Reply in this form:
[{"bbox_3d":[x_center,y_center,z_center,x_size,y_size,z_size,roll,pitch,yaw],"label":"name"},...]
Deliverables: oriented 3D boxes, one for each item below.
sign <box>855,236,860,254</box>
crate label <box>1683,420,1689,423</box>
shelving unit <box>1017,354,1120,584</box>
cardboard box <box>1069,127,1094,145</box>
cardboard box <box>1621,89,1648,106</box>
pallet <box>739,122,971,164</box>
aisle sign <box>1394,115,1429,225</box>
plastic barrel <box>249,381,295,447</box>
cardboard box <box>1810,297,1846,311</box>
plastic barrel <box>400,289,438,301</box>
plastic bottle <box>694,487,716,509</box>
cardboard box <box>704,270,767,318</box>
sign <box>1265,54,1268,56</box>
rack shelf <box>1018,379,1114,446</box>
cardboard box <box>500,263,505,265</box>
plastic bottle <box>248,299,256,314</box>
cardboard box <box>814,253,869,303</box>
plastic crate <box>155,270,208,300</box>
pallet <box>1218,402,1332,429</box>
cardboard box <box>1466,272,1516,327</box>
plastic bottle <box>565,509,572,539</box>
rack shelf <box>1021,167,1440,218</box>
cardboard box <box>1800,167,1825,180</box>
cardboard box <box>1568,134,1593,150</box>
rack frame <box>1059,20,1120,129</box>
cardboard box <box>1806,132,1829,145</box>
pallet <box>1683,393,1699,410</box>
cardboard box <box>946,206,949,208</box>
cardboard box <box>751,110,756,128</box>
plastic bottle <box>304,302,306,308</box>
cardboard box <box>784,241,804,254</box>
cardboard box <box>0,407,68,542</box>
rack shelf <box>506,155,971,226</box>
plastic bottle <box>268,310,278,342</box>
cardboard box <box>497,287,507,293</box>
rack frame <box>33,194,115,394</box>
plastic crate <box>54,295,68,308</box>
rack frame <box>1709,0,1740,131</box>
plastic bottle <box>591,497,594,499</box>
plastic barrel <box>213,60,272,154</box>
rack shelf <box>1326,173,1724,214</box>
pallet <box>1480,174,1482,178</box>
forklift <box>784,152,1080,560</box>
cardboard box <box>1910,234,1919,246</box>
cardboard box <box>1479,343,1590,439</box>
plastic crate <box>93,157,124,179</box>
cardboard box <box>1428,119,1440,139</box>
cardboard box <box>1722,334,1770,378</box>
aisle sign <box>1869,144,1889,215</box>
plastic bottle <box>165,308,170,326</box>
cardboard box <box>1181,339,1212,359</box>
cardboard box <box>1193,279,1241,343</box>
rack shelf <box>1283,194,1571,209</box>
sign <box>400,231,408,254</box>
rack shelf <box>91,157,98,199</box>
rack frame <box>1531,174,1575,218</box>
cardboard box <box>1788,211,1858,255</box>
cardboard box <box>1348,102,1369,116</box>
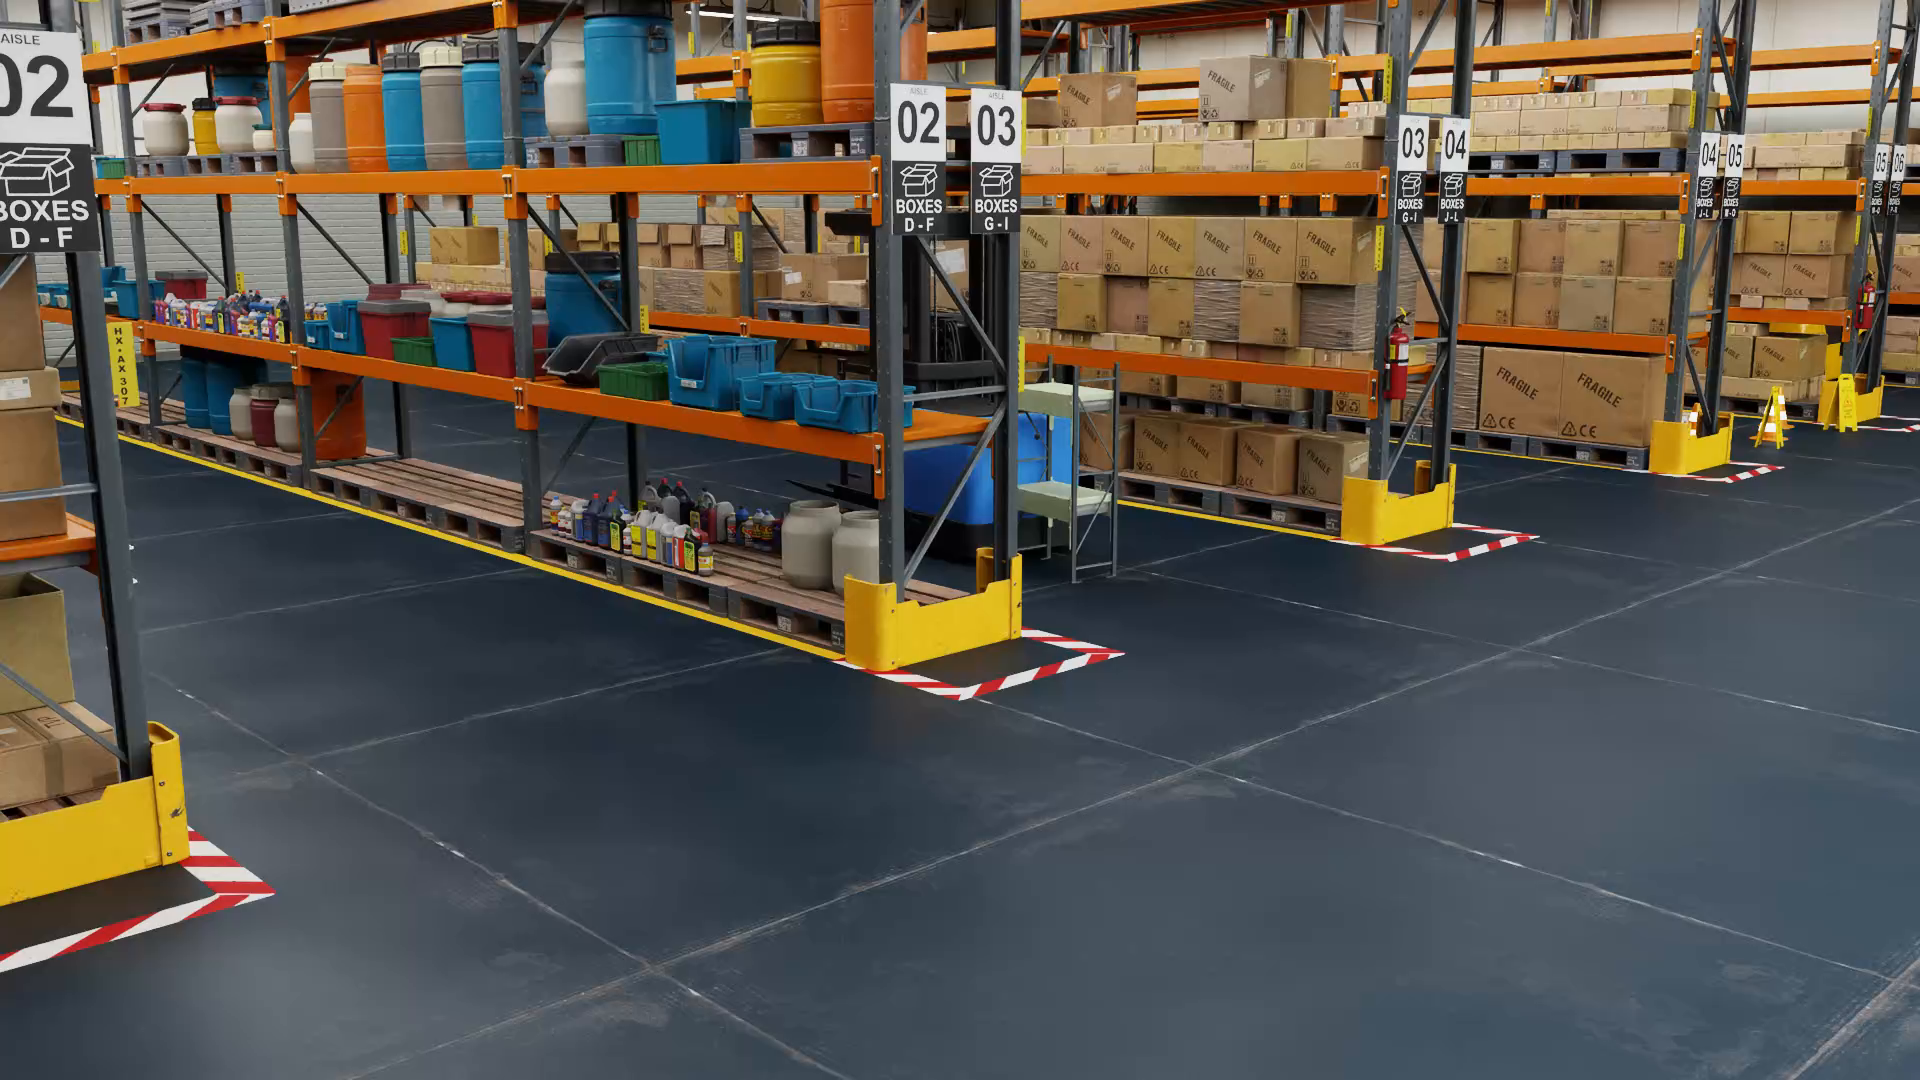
[{"bbox_3d":[-1.492,-4.292,24.167,0.100,0.325,0.005,-11,16,-43],"label":"sign"},{"bbox_3d":[8.307,-1.281,18.790,0.298,0.136,0.250,3,12,16],"label":"crate label"},{"bbox_3d":[0.712,-0.516,11.699,0.431,1.500,0.755,-8,14,-35],"label":"shelving unit"},{"bbox_3d":[1.171,-3.530,14.560,0.380,0.149,0.250,-11,16,-42],"label":"cardboard box"},{"bbox_3d":[6.533,-4.224,15.903,0.380,0.149,0.250,-11,16,-42],"label":"cardboard box"},{"bbox_3d":[-0.557,-2.338,9.862,1.003,0.211,1.213,-11,16,-43],"label":"pallet"},{"bbox_3d":[3.351,-2.740,12.334,0.394,0.787,0.004,-11,16,-43],"label":"aisle sign"},{"bbox_3d":[-6.711,-1.253,16.496,0.600,0.588,0.708,-11,16,-43],"label":"plastic barrel"},{"bbox_3d":[10.280,-2.800,19.692,0.380,0.149,0.250,-10,15,-41],"label":"cardboard box"},{"bbox_3d":[-4.717,-1.929,14.565,0.421,0.512,0.421,0,12,0],"label":"plastic barrel"},{"bbox_3d":[-1.810,-0.200,11.924,0.144,0.351,0.185,-11,16,-43],"label":"plastic bottle"},{"bbox_3d":[-2.519,-2.771,18.682,0.500,0.500,0.500,-10,15,-41],"label":"cardboard box"},{"bbox_3d":[5.588,-8.704,30.345,0.100,0.325,0.005,-11,16,-43],"label":"sign"},{"bbox_3d":[0.712,-0.898,11.620,0.431,0.370,0.720,-8,14,-35],"label":"rack shelf"},{"bbox_3d":[-6.296,-3.743,23.278,0.500,0.250,0.500,11,16,43],"label":"cardboard box"},{"bbox_3d":[-7.315,-2.356,17.232,0.097,0.271,0.097,0,12,0],"label":"plastic bottle"},{"bbox_3d":[-1.139,-2.799,17.774,0.700,0.500,0.500,-8,14,-34],"label":"cardboard box"},{"bbox_3d":[-8.779,-2.805,18.783,0.402,0.464,0.583,-11,16,-43],"label":"plastic crate"},{"bbox_3d":[3.833,-1.514,19.737,1.003,0.211,1.213,-11,16,-43],"label":"pallet"},{"bbox_3d":[5.806,-2.563,17.547,0.875,0.550,0.500,-11,16,-43],"label":"cardboard box"},{"bbox_3d":[-2.776,-0.119,11.898,0.097,0.201,0.097,0,12,0],"label":"plastic bottle"},{"bbox_3d":[2.144,-2.926,14.030,1.077,0.370,4.000,-11,16,-43],"label":"rack shelf"},{"bbox_3d":[10.049,-4.289,19.486,0.380,0.149,0.250,-11,16,-42],"label":"cardboard box"},{"bbox_3d":[6.182,-3.907,16.343,0.380,0.149,0.250,-11,16,-42],"label":"cardboard box"},{"bbox_3d":[1.658,-6.300,21.188,1.000,3.000,0.127,-11,16,-43],"label":"rack frame"},{"bbox_3d":[10.096,-4.686,19.437,0.380,0.149,0.250,-11,16,-42],"label":"cardboard box"},{"bbox_3d":[9.267,-1.845,21.345,1.003,0.211,1.213,-11,16,-43],"label":"pallet"},{"bbox_3d":[-0.079,-5.971,30.127,0.380,0.149,0.250,-10,16,-41],"label":"cardboard box"},{"bbox_3d":[-1.861,-4.344,17.640,0.500,0.500,0.500,-11,16,-42],"label":"cardboard box"},{"bbox_3d":[-6.604,-2.245,16.680,0.152,0.276,0.135,-11,16,-43],"label":"plastic bottle"},{"bbox_3d":[-2.343,-4.320,25.460,0.500,0.500,0.500,-11,16,-43],"label":"cardboard box"},{"bbox_3d":[-3.955,-0.256,6.475,0.700,0.500,0.500,-11,16,-43],"label":"cardboard box"},{"bbox_3d":[-1.438,-2.236,10.680,1.077,0.370,4.000,-11,16,-43],"label":"rack shelf"},{"bbox_3d":[-6.329,-1.971,15.333,0.061,0.283,0.133,-11,16,-43],"label":"plastic bottle"},{"bbox_3d":[-5.920,-3.295,22.092,0.380,0.149,0.250,-11,16,-42],"label":"cardboard box"},{"bbox_3d":[-11.106,-3.162,20.827,1.000,3.000,0.127,-11,16,-43],"label":"rack frame"},{"bbox_3d":[-10.544,-2.823,19.686,0.250,0.136,0.298,-11,16,-43],"label":"plastic crate"},{"bbox_3d":[11.518,-7.113,25.134,1.000,3.000,0.127,-11,16,-43],"label":"rack frame"},{"bbox_3d":[-2.596,-0.160,11.896,0.061,0.283,0.133,-11,16,-43],"label":"plastic bottle"},{"bbox_3d":[-7.054,-4.271,16.492,0.600,0.901,0.708,-11,16,-43],"label":"plastic barrel"},{"bbox_3d":[5.801,-3.603,17.313,1.077,0.370,4.000,-11,16,-43],"label":"rack shelf"},{"bbox_3d":[6.863,-5.115,23.338,1.213,0.211,1.003,-11,16,-43],"label":"pallet"},{"bbox_3d":[-0.366,-1.539,13.116,1.130,2.935,3.031,-8,14,-35],"label":"forklift"},{"bbox_3d":[13.487,-4.192,23.232,0.380,0.149,0.250,-10,16,-41],"label":"cardboard box"},{"bbox_3d":[6.057,-1.577,17.356,0.875,0.875,0.875,-11,16,-43],"label":"cardboard box"},{"bbox_3d":[-9.203,-4.054,18.137,0.416,0.233,0.300,-11,16,-43],"label":"plastic crate"},{"bbox_3d":[3.503,-3.181,12.867,0.380,0.149,0.250,-11,16,-43],"label":"cardboard box"},{"bbox_3d":[9.588,-2.281,20.464,0.500,0.500,0.500,-10,15,-40],"label":"cardboard box"},{"bbox_3d":[10.526,-4.122,19.044,0.394,0.787,0.004,-11,16,-43],"label":"aisle sign"},{"bbox_3d":[-8.214,-2.335,17.301,0.097,0.201,0.097,0,12,0],"label":"plastic bottle"},{"bbox_3d":[2.068,-1.612,13.922,0.380,0.149,0.250,-11,16,-43],"label":"cardboard box"},{"bbox_3d":[2.419,-1.931,13.868,0.875,0.500,0.500,-11,16,-43],"label":"cardboard box"},{"bbox_3d":[6.549,-4.891,23.566,1.077,0.370,4.000,-11,16,-43],"label":"rack shelf"},{"bbox_3d":[-7.929,-4.239,23.711,0.100,0.325,0.005,-11,16,-43],"label":"sign"},{"bbox_3d":[-5.023,-1.546,7.332,1.077,0.370,4.000,-11,16,-43],"label":"rack shelf"},{"bbox_3d":[7.931,-3.482,22.380,1.000,3.000,0.127,-11,16,-43],"label":"rack frame"},{"bbox_3d":[10.182,-3.627,19.619,0.500,0.500,0.700,11,16,44],"label":"cardboard box"},{"bbox_3d":[4.426,-4.668,18.062,0.380,0.149,0.250,-11,16,-42],"label":"cardboard box"}]
